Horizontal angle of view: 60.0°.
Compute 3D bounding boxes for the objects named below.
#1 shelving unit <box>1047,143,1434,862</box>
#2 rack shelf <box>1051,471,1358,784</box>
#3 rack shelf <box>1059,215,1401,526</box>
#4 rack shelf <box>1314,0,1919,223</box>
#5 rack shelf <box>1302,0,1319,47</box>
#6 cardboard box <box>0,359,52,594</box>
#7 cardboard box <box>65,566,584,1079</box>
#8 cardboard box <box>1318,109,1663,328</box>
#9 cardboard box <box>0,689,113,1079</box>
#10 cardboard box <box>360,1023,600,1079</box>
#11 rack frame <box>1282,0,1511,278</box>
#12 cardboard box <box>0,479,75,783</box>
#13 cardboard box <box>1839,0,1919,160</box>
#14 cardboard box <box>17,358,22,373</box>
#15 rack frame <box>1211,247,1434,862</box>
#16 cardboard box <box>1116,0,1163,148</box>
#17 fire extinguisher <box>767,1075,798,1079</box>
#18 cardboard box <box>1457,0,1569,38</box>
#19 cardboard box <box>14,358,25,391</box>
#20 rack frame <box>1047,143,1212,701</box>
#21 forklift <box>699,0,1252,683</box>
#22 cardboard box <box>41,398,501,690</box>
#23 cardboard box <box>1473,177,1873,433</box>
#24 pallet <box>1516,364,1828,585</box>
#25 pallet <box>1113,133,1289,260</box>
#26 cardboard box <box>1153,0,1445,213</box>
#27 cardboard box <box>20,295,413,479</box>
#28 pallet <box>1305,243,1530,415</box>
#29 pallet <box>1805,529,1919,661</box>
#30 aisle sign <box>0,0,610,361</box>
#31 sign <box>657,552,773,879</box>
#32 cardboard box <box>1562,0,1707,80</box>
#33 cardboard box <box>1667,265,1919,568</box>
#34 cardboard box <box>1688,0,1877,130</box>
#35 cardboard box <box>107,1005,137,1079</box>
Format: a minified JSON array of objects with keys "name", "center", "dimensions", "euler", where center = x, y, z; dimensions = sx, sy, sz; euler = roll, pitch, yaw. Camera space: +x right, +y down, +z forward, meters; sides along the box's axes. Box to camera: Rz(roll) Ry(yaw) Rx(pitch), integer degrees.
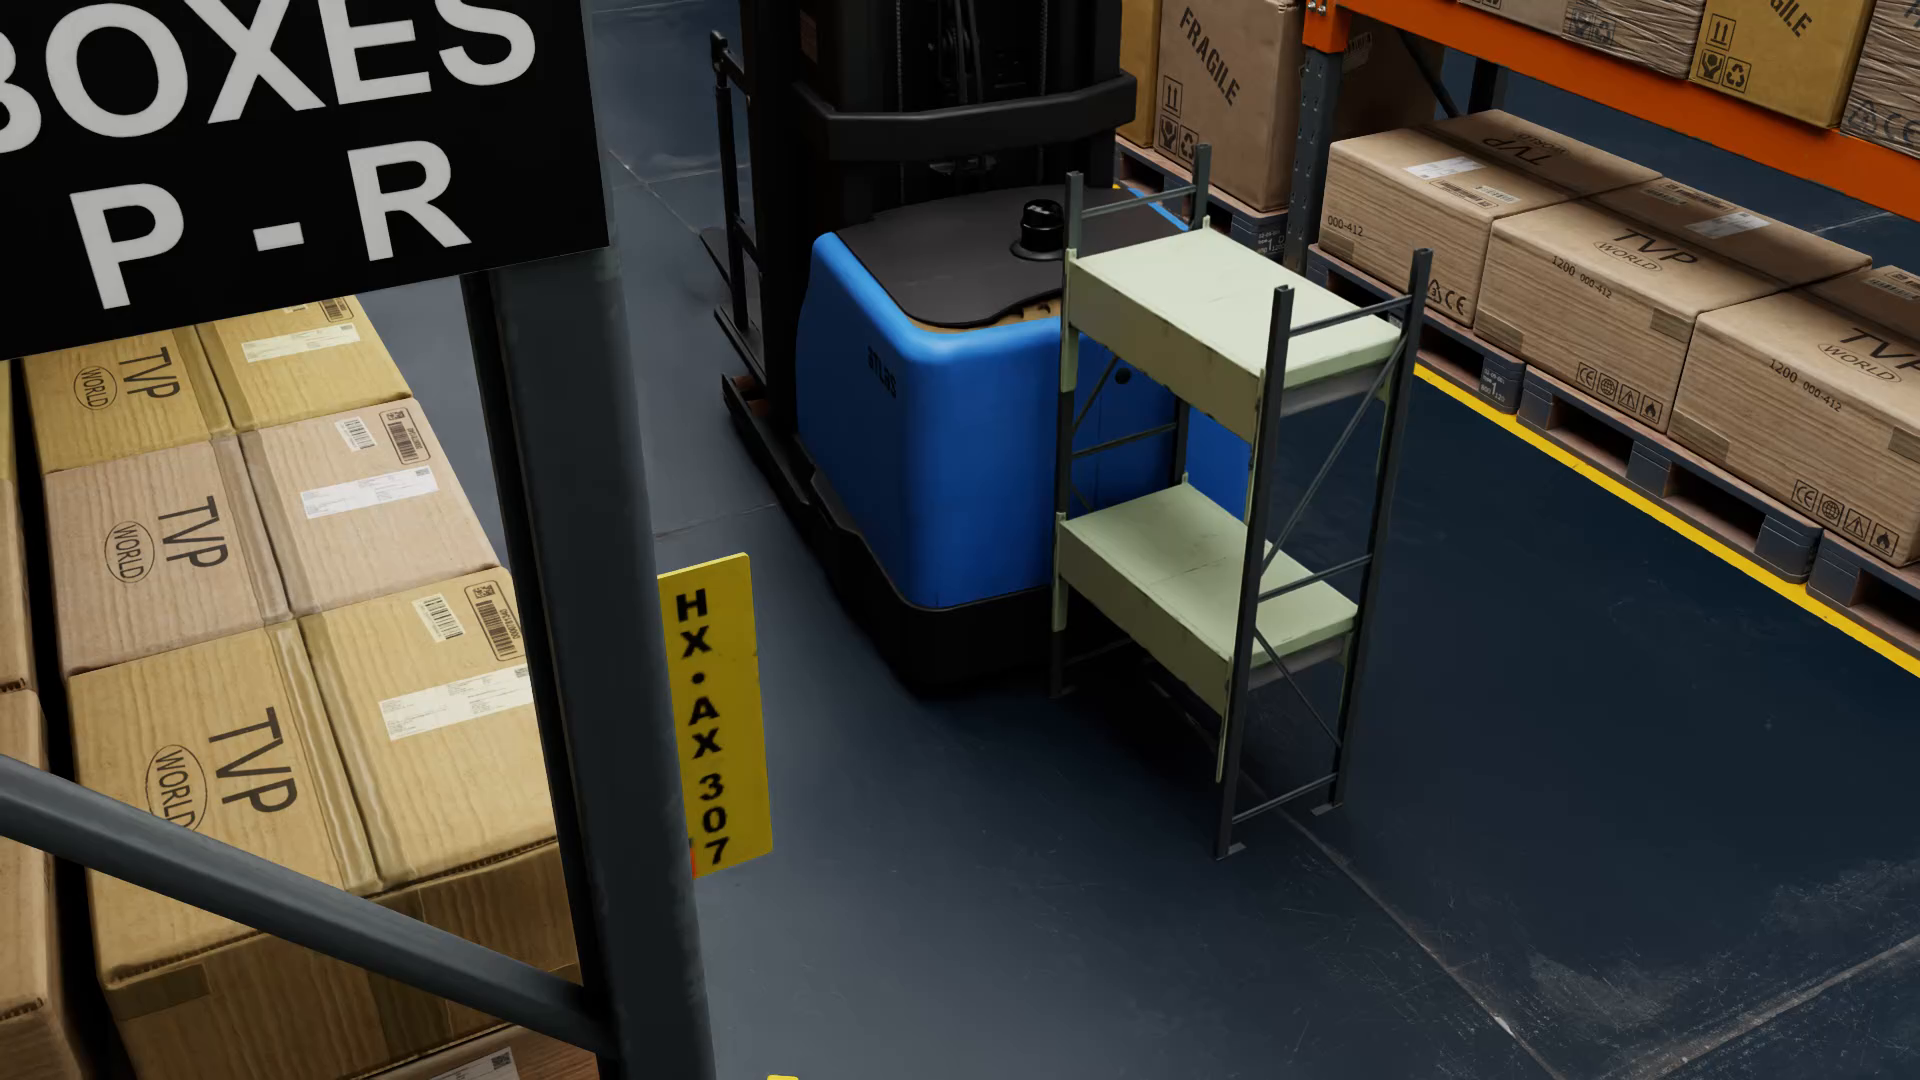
[{"name":"shelving unit","center":[0.603,-0.080,3.984],"dimensions":[0.431,1.500,0.755],"euler":[-18,37,-25]},{"name":"rack shelf","center":[0.603,0.195,4.160],"dimensions":[0.431,0.370,0.720],"euler":[-18,37,-25]},{"name":"rack shelf","center":[0.603,-0.408,3.774],"dimensions":[0.431,0.370,0.720],"euler":[-18,37,-25]},{"name":"rack shelf","center":[2.761,-1.241,5.073],"dimensions":[1.077,0.370,4.000],"euler":[-16,36,-23]},{"name":"rack shelf","center":[0.896,-3.150,8.053],"dimensions":[1.077,0.370,4.000],"euler":[-16,36,-23]},{"name":"cardboard box","center":[-1.611,-0.038,2.392],"dimensions":[0.500,0.250,0.500],"euler":[-15,35,-22]},{"name":"cardboard box","center":[-0.669,0.314,1.842],"dimensions":[0.500,0.250,0.500],"euler":[-16,36,-23]},{"name":"cardboard box","center":[2.026,-1.270,6.437],"dimensions":[0.875,0.438,0.875],"euler":[-16,36,-24]},{"name":"cardboard box","center":[-1.145,0.446,1.637],"dimensions":[0.500,0.250,0.500],"euler":[-15,36,-22]},{"name":"cardboard box","center":[-0.607,0.541,1.858],"dimensions":[0.380,0.149,0.250],"euler":[-16,36,-23]},{"name":"rack frame","center":[1.828,-2.498,6.369],"dimensions":[1.000,3.000,0.127],"euler":[-16,36,-23]},{"name":"cardboard box","center":[-1.385,0.200,2.021],"dimensions":[0.500,0.250,0.500],"euler":[-16,36,-23]},{"name":"cardboard box","center":[2.765,-1.281,4.377],"dimensions":[0.500,0.500,0.500],"euler":[-15,36,-22]},{"name":"cardboard box","center":[-1.401,-0.406,2.966],"dimensions":[0.500,0.250,0.500],"euler":[-17,36,-24]},{"name":"rack frame","center":[0.789,0.090,3.719],"dimensions":[0.400,1.500,0.023],"euler":[-18,37,-25]},{"name":"cardboard box","center":[1.040,-2.485,7.929],"dimensions":[0.875,0.875,0.875],"euler":[-15,36,-22]},{"name":"fire extinguisher","center":[-0.219,0.804,1.631],"dimensions":[0.296,0.674,0.183],"euler":[-16,36,-23]},{"name":"cardboard box","center":[2.046,-2.009,5.513],"dimensions":[0.500,0.500,0.500],"euler":[-16,36,-23]},{"name":"cardboard box","center":[-1.855,-0.288,2.782],"dimensions":[0.500,0.250,0.500],"euler":[-16,36,-23]},{"name":"rack frame","center":[0.417,-0.250,4.250],"dimensions":[0.400,1.500,0.023],"euler":[-18,37,-25]},{"name":"forklift","center":[-0.195,-1.631,5.079],"dimensions":[1.130,2.935,3.031],"euler":[-12,35,-18]},{"name":"cardboard box","center":[-0.905,0.074,2.217],"dimensions":[0.500,0.250,0.500],"euler":[-15,36,-23]},{"name":"cardboard box","center":[2.444,-0.843,5.770],"dimensions":[0.875,0.438,0.875],"euler":[-17,36,-24]},{"name":"pallet","center":[2.686,-0.359,5.614],"dimensions":[1.003,0.211,1.213],"euler":[-16,36,-23]},{"name":"pallet","center":[1.402,-1.674,7.666],"dimensions":[1.003,0.211,1.213],"euler":[-16,36,-23]},{"name":"cardboard box","center":[1.468,-2.056,7.259],"dimensions":[0.875,0.875,0.875],"euler":[-15,35,-22]},{"name":"cardboard box","center":[-1.144,-0.167,2.594],"dimensions":[0.500,0.250,0.500],"euler":[-17,36,-24]},{"name":"pallet","center":[2.114,-0.942,6.524],"dimensions":[1.003,0.211,1.213],"euler":[-16,36,-23]},{"name":"pallet","center":[3.251,0.223,4.707],"dimensions":[1.003,0.211,1.213],"euler":[-16,36,-23]},{"name":"aisle sign","center":[-0.405,-0.475,0.801],"dimensions":[0.394,0.787,0.004],"euler":[-16,36,-23]},{"name":"sign","center":[-0.216,0.160,1.418],"dimensions":[0.100,0.325,0.005],"euler":[-16,36,-23]},{"name":"cardboard box","center":[2.273,-1.771,5.140],"dimensions":[0.500,0.500,0.500],"euler":[-16,36,-23]},{"name":"cardboard box","center":[2.863,-0.412,5.098],"dimensions":[0.875,0.438,0.875],"euler":[-15,36,-22]},{"name":"cardboard box","center":[2.513,-1.525,4.757],"dimensions":[0.500,0.500,0.500],"euler":[-15,35,-22]},{"name":"cardboard box","center":[-1.152,0.539,1.860],"dimensions":[0.380,0.149,0.250],"euler":[-15,35,-22]}]
